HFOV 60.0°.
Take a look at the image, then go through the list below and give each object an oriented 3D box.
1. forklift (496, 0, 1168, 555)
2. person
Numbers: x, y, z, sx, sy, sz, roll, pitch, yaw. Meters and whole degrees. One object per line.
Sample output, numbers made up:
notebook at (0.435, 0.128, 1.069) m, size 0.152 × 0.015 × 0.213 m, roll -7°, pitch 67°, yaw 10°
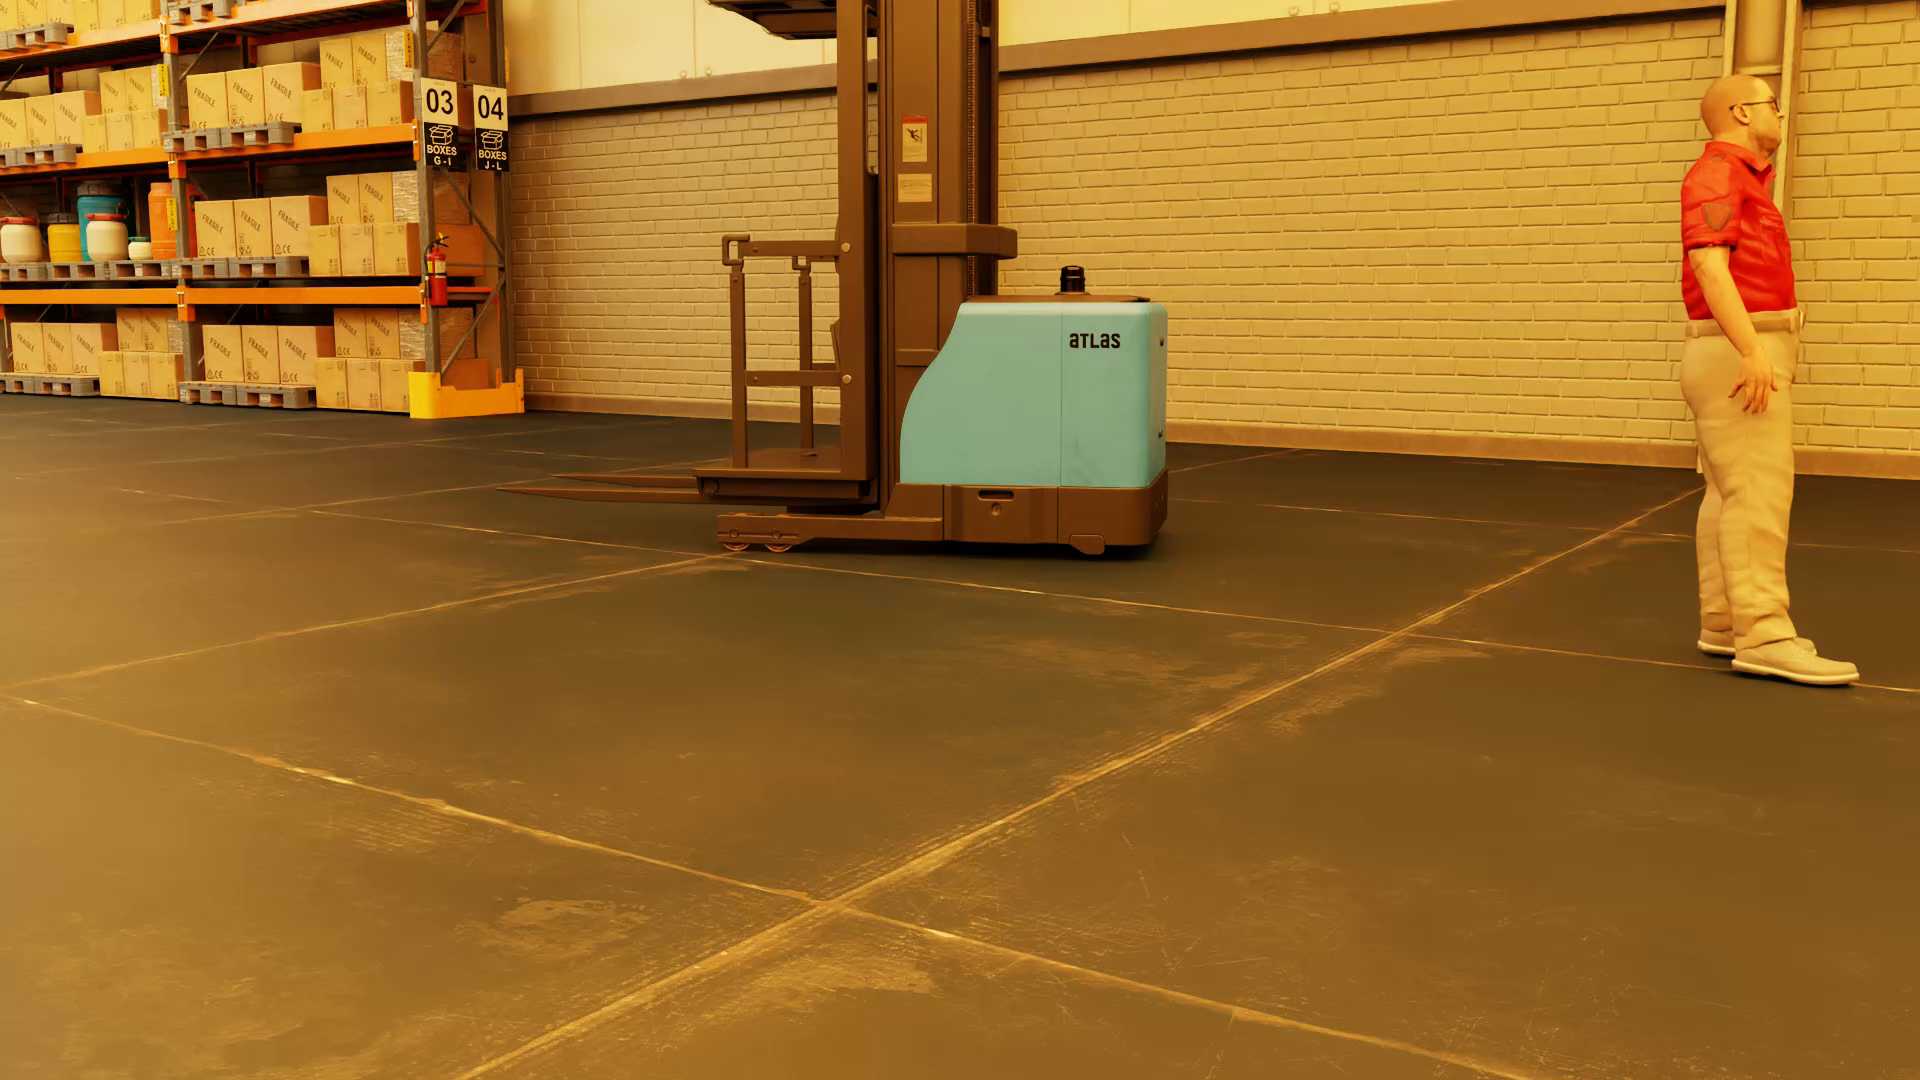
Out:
forklift at (-0.596, -1.469, 7.520) m, size 3.031 × 2.935 × 1.130 m, roll 2°, pitch 8°, yaw 12°
person at (2.394, -0.495, 4.901) m, size 0.545 × 1.729 × 0.632 m, roll 4°, pitch 9°, yaw 25°
